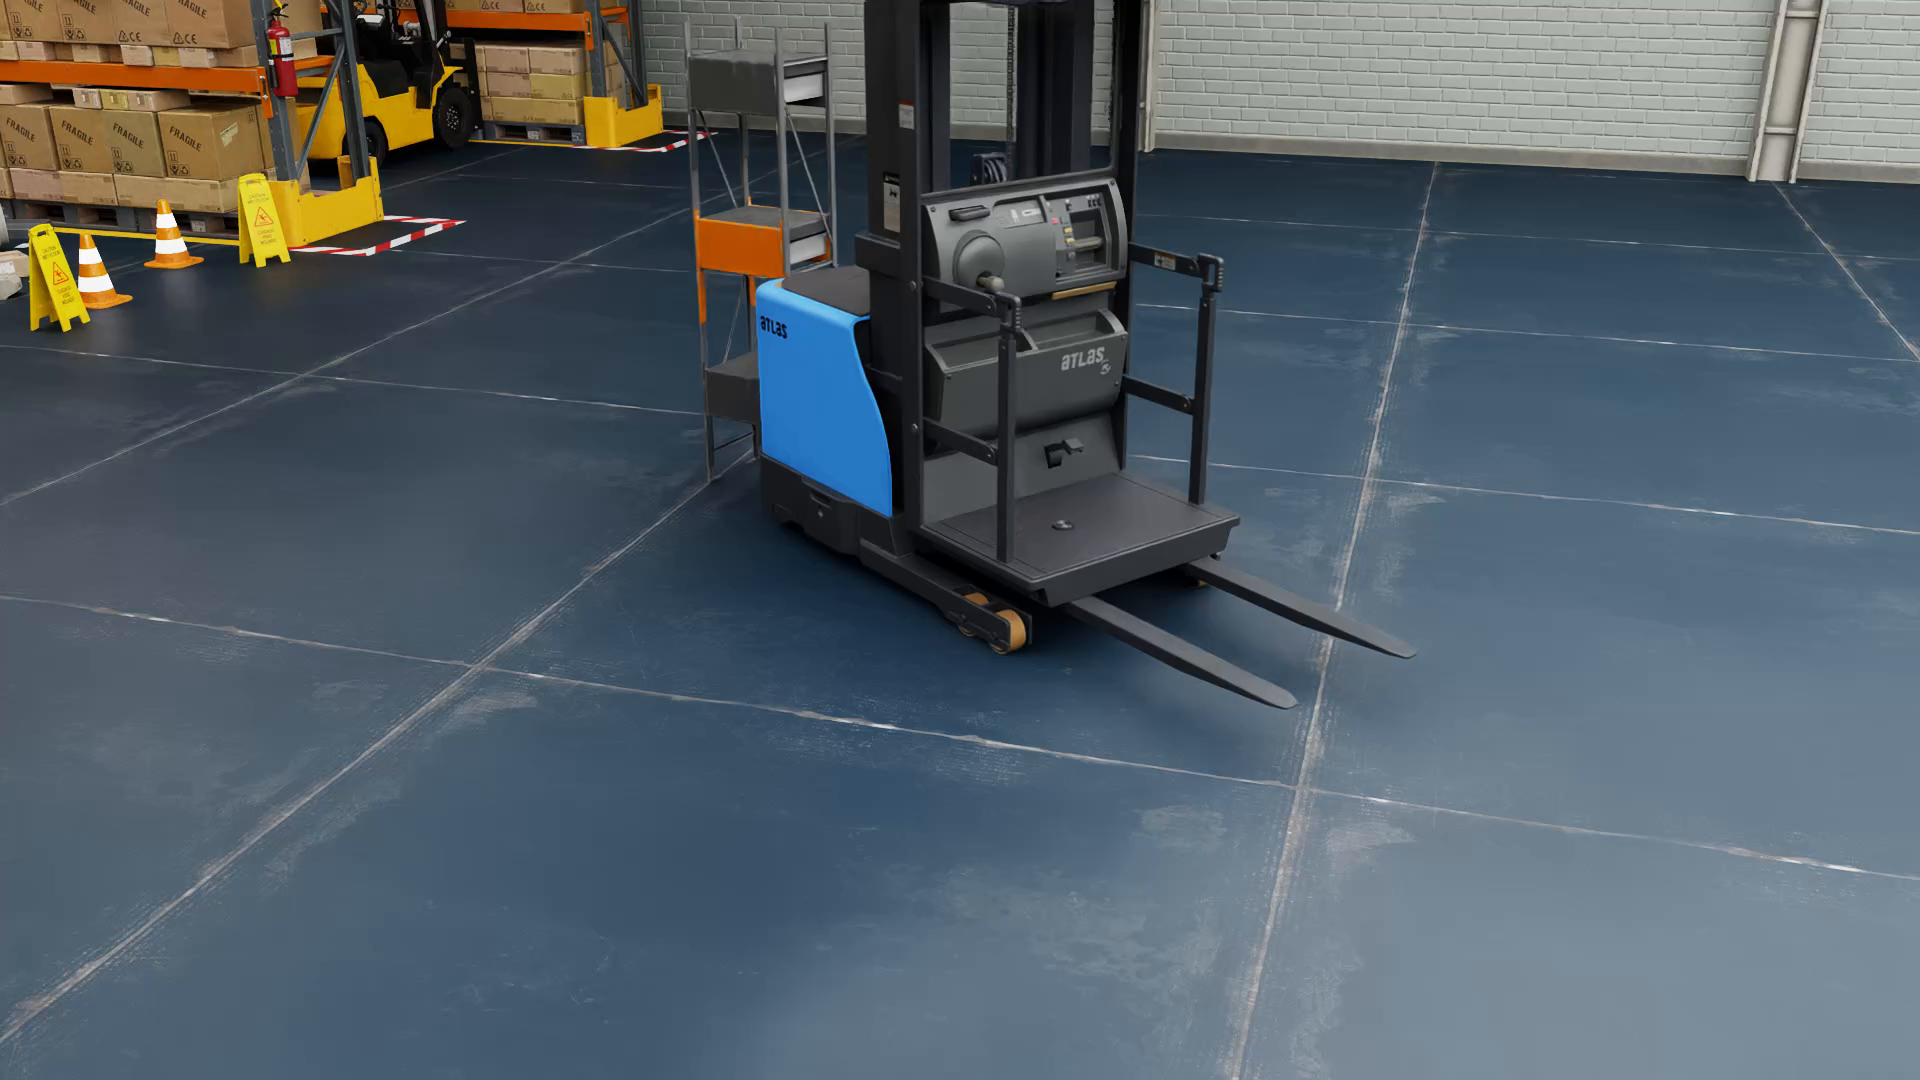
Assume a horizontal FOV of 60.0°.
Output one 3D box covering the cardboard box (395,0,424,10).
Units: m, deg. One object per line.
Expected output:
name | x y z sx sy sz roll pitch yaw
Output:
cardboard box | -5.582 -5.822 17.378 0.500 0.500 0.500 7 23 16

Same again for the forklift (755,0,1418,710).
forklift | 0.397 -1.139 6.186 1.130 2.935 3.031 -16 27 -34

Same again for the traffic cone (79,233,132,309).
traffic cone | -5.776 -1.810 11.072 0.334 0.463 0.336 7 23 16

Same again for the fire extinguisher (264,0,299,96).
fire extinguisher | -5.020 -3.630 12.268 0.183 0.674 0.296 7 23 16

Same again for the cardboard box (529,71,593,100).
cardboard box | -4.122 -4.743 17.290 0.500 0.250 0.500 6 23 15

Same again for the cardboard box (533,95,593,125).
cardboard box | -4.107 -4.508 17.378 0.500 0.250 0.500 7 23 16

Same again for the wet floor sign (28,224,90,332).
wet floor sign | -5.730 -1.663 10.474 0.232 0.644 0.267 3 22 6

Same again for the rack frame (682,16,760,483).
rack frame | -1.092 -1.313 7.699 0.015 2.100 0.400 12 25 28

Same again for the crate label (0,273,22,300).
crate label | -6.546 -1.723 11.289 0.298 0.136 0.250 -5 23 -12

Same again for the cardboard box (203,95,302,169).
cardboard box | -5.712 -3.306 13.458 0.500 0.500 0.500 6 23 14

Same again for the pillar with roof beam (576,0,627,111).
pillar with roof beam | -5.216 -7.265 13.123 0.400 9.000 9.100 7 23 16

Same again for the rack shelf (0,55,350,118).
rack shelf | -6.911 -3.732 13.363 4.000 0.370 1.077 7 23 16

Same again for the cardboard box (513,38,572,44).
cardboard box | -4.451 -5.209 17.769 0.500 0.250 0.500 7 23 16

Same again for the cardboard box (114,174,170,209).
cardboard box | -6.342 -2.818 13.257 0.500 0.250 0.500 7 23 16

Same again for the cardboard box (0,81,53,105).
cardboard box | -7.486 -3.571 13.249 0.250 0.149 0.380 8 24 19

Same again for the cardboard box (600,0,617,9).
cardboard box | -3.960 -5.851 17.449 0.500 0.500 0.500 7 23 17

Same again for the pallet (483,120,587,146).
pallet | -4.310 -4.428 17.786 1.213 0.211 1.003 7 23 16

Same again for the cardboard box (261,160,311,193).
cardboard box | -5.689 -2.956 13.595 0.500 0.250 0.500 6 23 15

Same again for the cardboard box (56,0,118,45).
cardboard box | -6.552 -4.101 12.792 0.500 0.500 0.500 6 23 15

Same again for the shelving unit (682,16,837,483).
shelving unit | -0.881 -1.266 7.585 0.503 2.100 0.431 12 25 28

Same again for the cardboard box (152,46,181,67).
cardboard box | -5.930 -3.716 12.707 0.250 0.149 0.380 6 23 15

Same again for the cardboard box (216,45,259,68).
cardboard box | -5.416 -3.692 12.650 0.250 0.149 0.380 7 23 17

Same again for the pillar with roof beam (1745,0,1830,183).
pillar with roof beam | 6.273 -5.949 9.916 0.400 9.000 9.100 7 23 16

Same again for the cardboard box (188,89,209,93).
cardboard box | -8.639 -5.324 18.873 0.625 0.625 0.875 6 23 15

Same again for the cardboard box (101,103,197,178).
cardboard box | -6.339 -3.164 13.112 0.500 0.500 0.500 7 23 17

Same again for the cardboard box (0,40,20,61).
cardboard box | -7.395 -3.873 13.090 0.250 0.149 0.380 7 23 16

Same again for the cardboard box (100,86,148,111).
cardboard box | -6.449 -3.452 12.961 0.250 0.149 0.380 7 23 16

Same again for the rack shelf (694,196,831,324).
rack shelf | -0.881 -1.253 7.591 0.480 0.518 0.431 12 25 28

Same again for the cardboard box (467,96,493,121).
cardboard box | -5.057 -4.624 17.661 0.500 0.250 0.500 7 23 16

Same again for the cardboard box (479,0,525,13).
cardboard box | -4.607 -5.714 17.117 0.500 0.500 0.500 7 23 17

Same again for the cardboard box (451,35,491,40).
cardboard box | -5.415 -5.326 18.055 0.500 0.250 0.500 6 23 14

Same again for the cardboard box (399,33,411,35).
cardboard box | -6.379 -5.439 18.329 0.500 0.250 0.500 6 23 15

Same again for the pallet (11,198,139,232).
pallet | -7.001 -2.800 13.818 1.213 0.211 1.003 7 23 16

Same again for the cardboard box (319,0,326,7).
cardboard box | -6.543 -5.939 17.665 0.500 0.500 0.500 7 23 16

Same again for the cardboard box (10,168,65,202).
cardboard box | -7.316 -2.932 13.534 0.500 0.250 0.500 6 23 15

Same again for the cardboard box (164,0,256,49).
cardboard box | -5.596 -3.989 12.518 0.500 0.500 0.500 6 23 15

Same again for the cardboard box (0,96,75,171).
cardboard box | -7.327 -3.278 13.391 0.500 0.500 0.500 8 24 18

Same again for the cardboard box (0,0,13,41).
cardboard box | -7.521 -4.212 13.062 0.500 0.500 0.500 6 23 15

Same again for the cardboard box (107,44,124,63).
cardboard box | -6.390 -3.812 12.942 0.250 0.149 0.380 7 23 16

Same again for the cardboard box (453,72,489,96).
cardboard box | -5.100 -4.850 17.553 0.500 0.250 0.500 6 23 14

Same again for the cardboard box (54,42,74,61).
cardboard box | -6.874 -3.867 13.076 0.250 0.149 0.380 7 23 16

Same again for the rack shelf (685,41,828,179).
rack shelf | -0.878 -1.903 7.329 0.480 0.518 0.431 12 25 28

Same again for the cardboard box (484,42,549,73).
cardboard box | -4.588 -5.025 17.320 0.500 0.250 0.500 7 23 16

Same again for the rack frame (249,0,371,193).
rack frame | -4.996 -3.845 12.692 0.127 3.000 1.000 7 23 16

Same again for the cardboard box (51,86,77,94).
cardboard box | -7.694 -3.531 14.006 0.500 0.500 0.500 7 23 16

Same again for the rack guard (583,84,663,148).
rack guard | -3.543 -4.490 17.558 0.348 0.500 1.175 7 23 16

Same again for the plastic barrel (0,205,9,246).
plastic barrel | -7.411 -2.330 12.392 0.512 0.421 0.421 -14 26 -30
